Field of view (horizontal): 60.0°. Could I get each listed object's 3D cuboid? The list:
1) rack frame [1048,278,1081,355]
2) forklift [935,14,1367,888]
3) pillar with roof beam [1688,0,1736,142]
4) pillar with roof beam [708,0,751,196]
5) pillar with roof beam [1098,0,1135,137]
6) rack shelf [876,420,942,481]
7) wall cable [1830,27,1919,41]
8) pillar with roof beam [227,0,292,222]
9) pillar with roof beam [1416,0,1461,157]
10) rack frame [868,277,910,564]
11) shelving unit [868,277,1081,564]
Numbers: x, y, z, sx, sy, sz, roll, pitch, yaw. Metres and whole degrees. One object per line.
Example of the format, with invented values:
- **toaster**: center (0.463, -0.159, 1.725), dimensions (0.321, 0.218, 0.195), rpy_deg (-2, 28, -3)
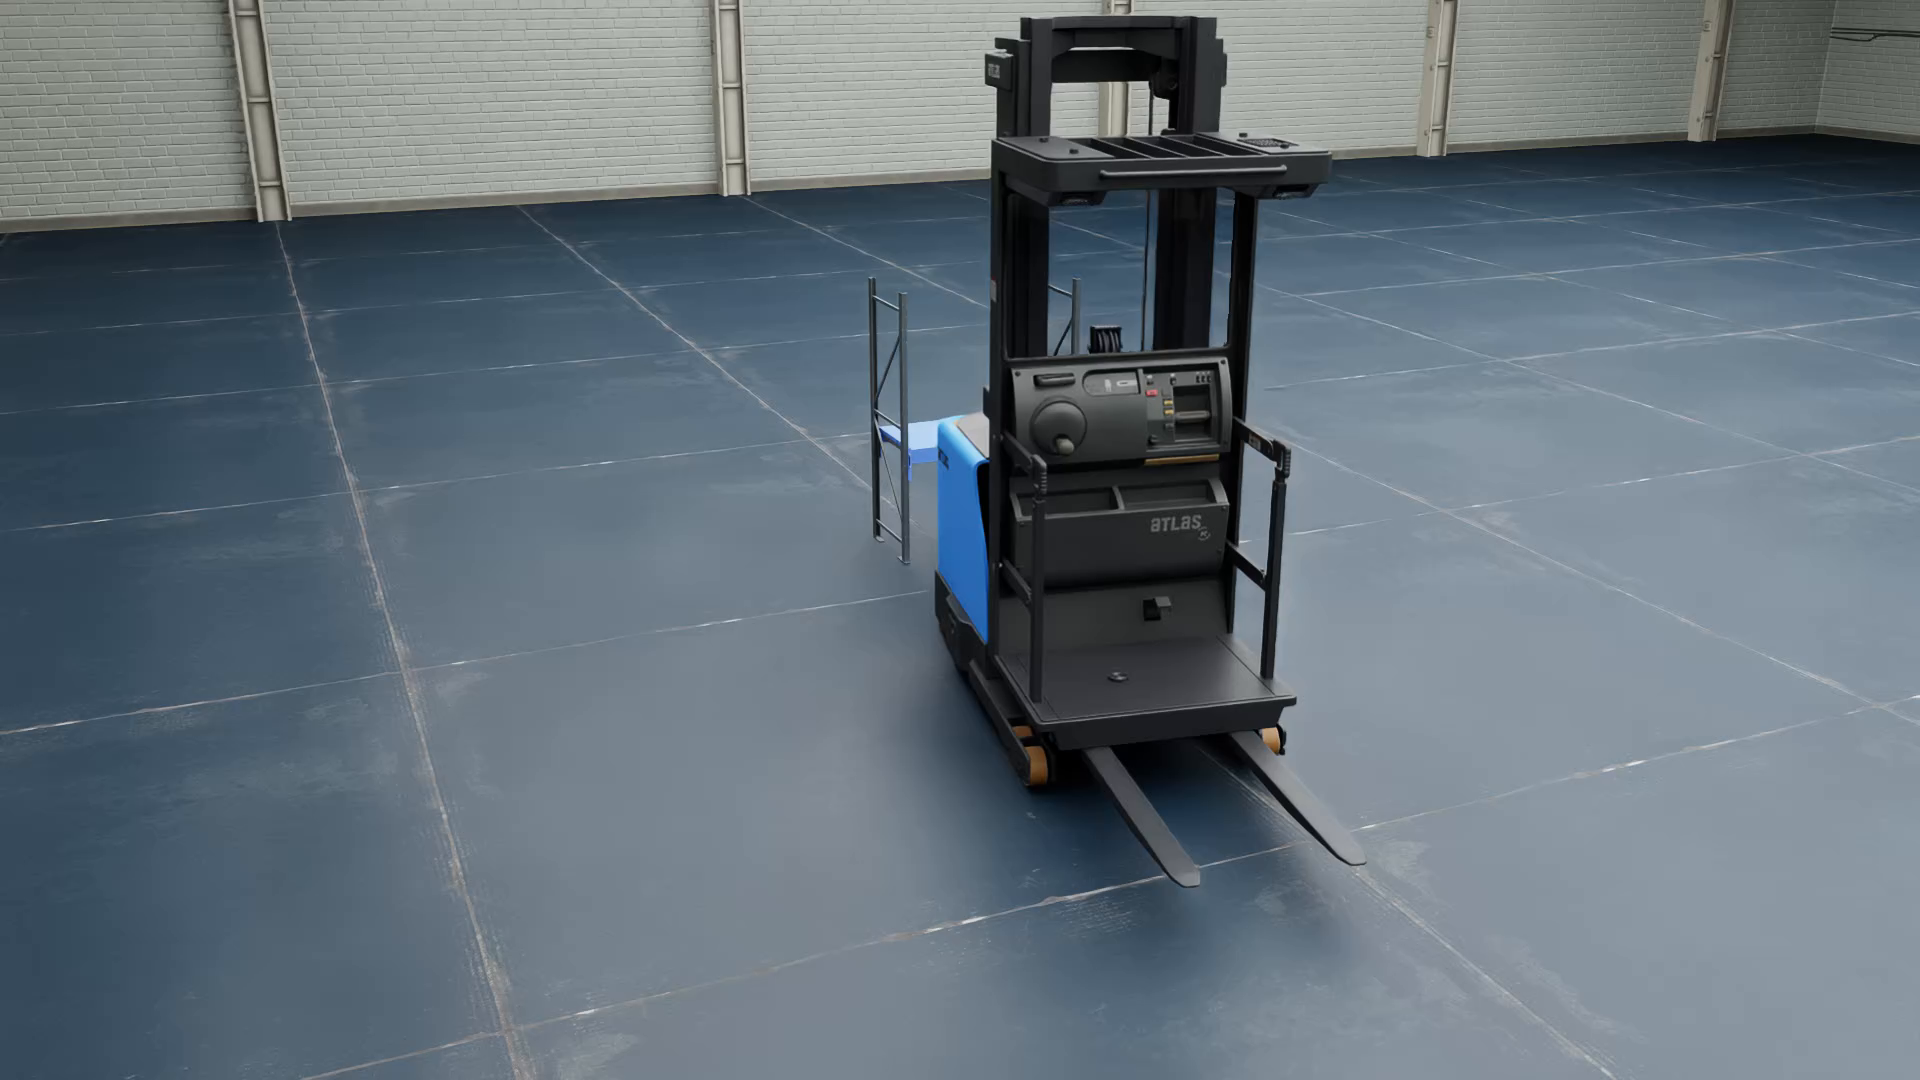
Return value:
- **rack frame**: center (0.545, -0.786, 9.495), dimensions (0.032, 1.500, 0.500), rpy_deg (-8, 21, -22)
- **forklift**: center (0.718, -0.528, 6.607), dimensions (1.130, 2.935, 3.031), rpy_deg (-5, 20, -13)
- **pillar with roof beam**: center (15.073, -10.144, 24.783), dimensions (0.400, 9.000, 9.100), rpy_deg (-8, 21, -22)
- **pillar with roof beam**: center (-1.455, -7.776, 18.058), dimensions (0.400, 9.000, 9.100), rpy_deg (-8, 21, -22)
- **pillar with roof beam**: center (4.055, -8.566, 20.300), dimensions (0.400, 9.000, 9.100), rpy_deg (-8, 21, -22)
- **rack shelf**: center (0.078, -0.549, 9.365), dimensions (1.000, 0.185, 0.538), rpy_deg (-8, 21, -22)
- **wall cable**: center (16.597, -9.977, 28.983), dimensions (0.112, 2.526, 3.097), rpy_deg (-8, 21, -22)
- **pillar with roof beam**: center (-6.964, -6.987, 15.816), dimensions (0.400, 9.000, 9.100), rpy_deg (-8, 21, -22)
- **pillar with roof beam**: center (9.564, -9.355, 22.541), dimensions (0.400, 9.000, 9.100), rpy_deg (-8, 21, -22)
- **rack frame**: center (-0.388, -0.652, 9.115), dimensions (0.032, 1.500, 0.500), rpy_deg (-8, 21, -22)
- **shelving unit**: center (0.078, -0.719, 9.305), dimensions (1.048, 1.500, 0.538), rpy_deg (-8, 21, -22)
